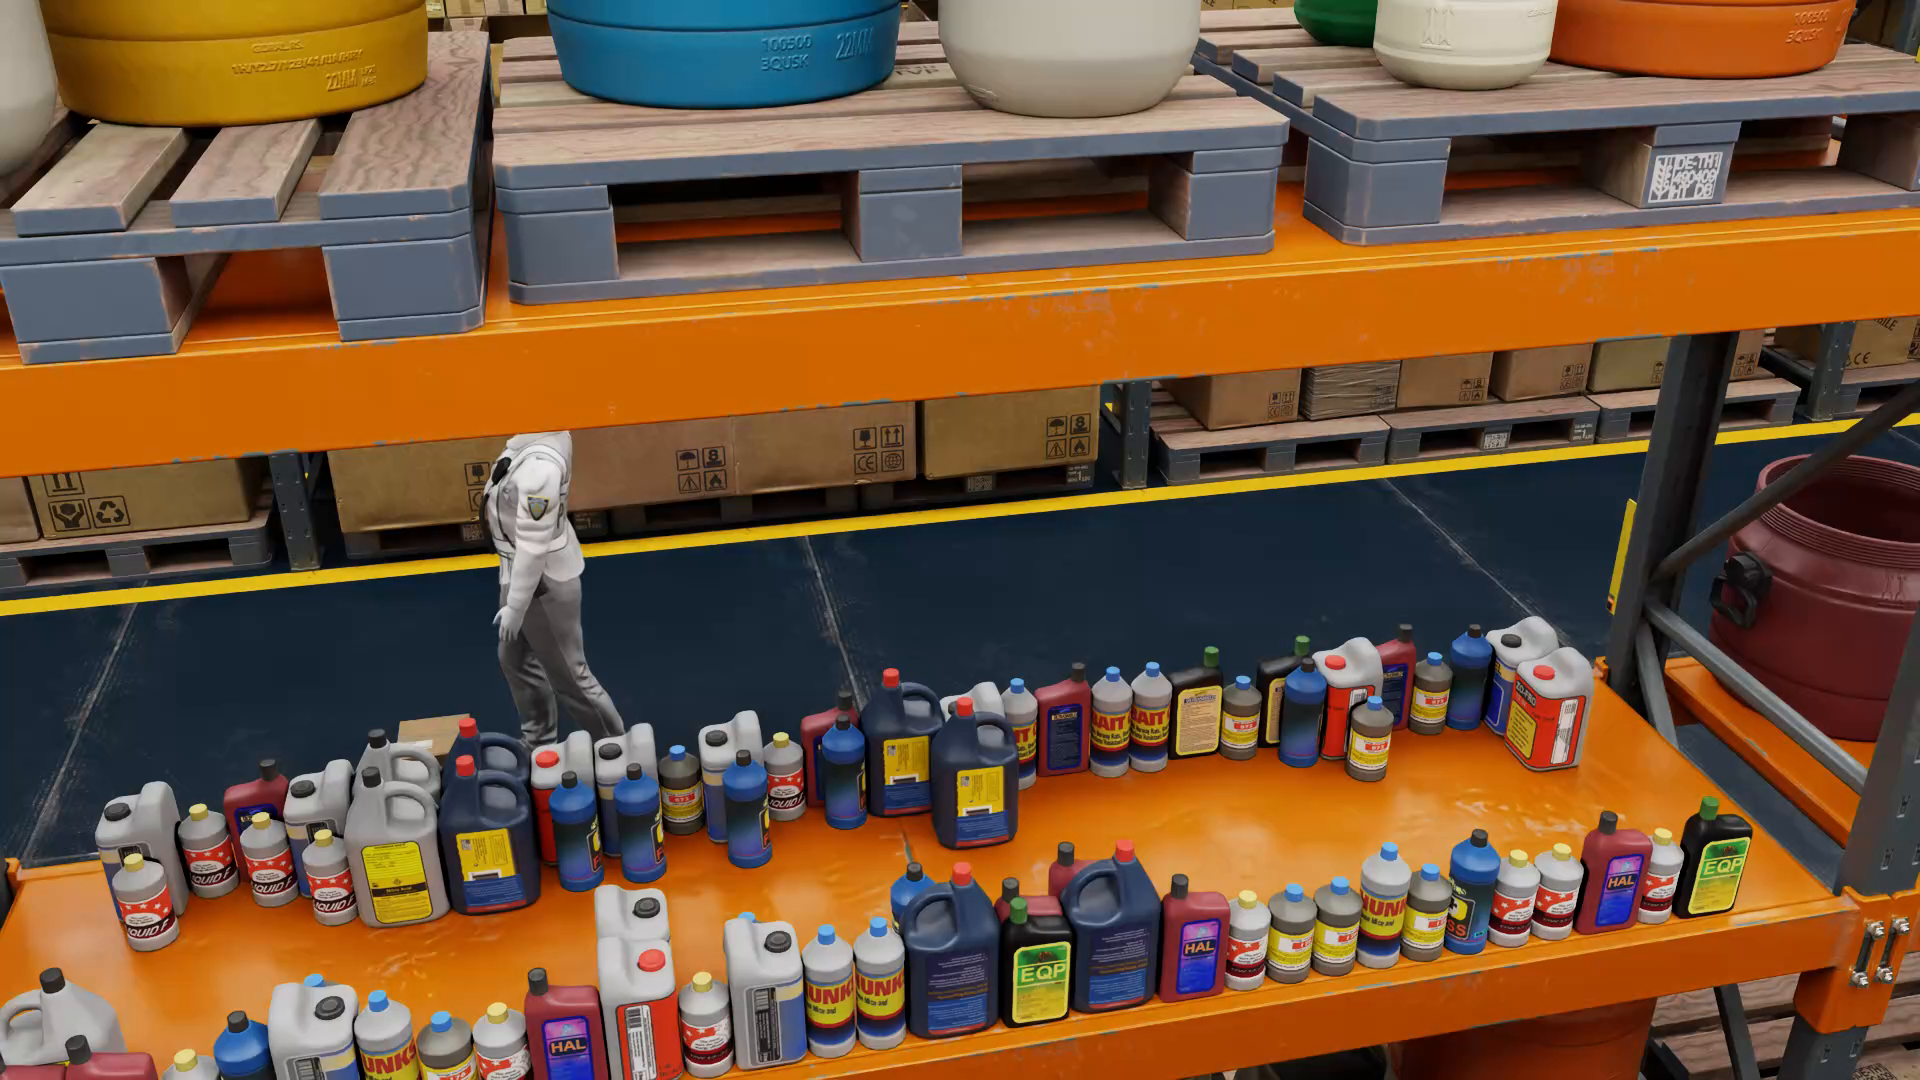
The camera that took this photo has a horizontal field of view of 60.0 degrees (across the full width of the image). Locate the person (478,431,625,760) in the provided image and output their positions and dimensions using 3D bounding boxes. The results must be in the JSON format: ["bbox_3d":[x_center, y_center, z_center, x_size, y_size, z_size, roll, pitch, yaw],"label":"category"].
[{"bbox_3d":[-1.489,0.147,5.830,0.573,1.690,0.478,-6,27,-11],"label":"person"}]
